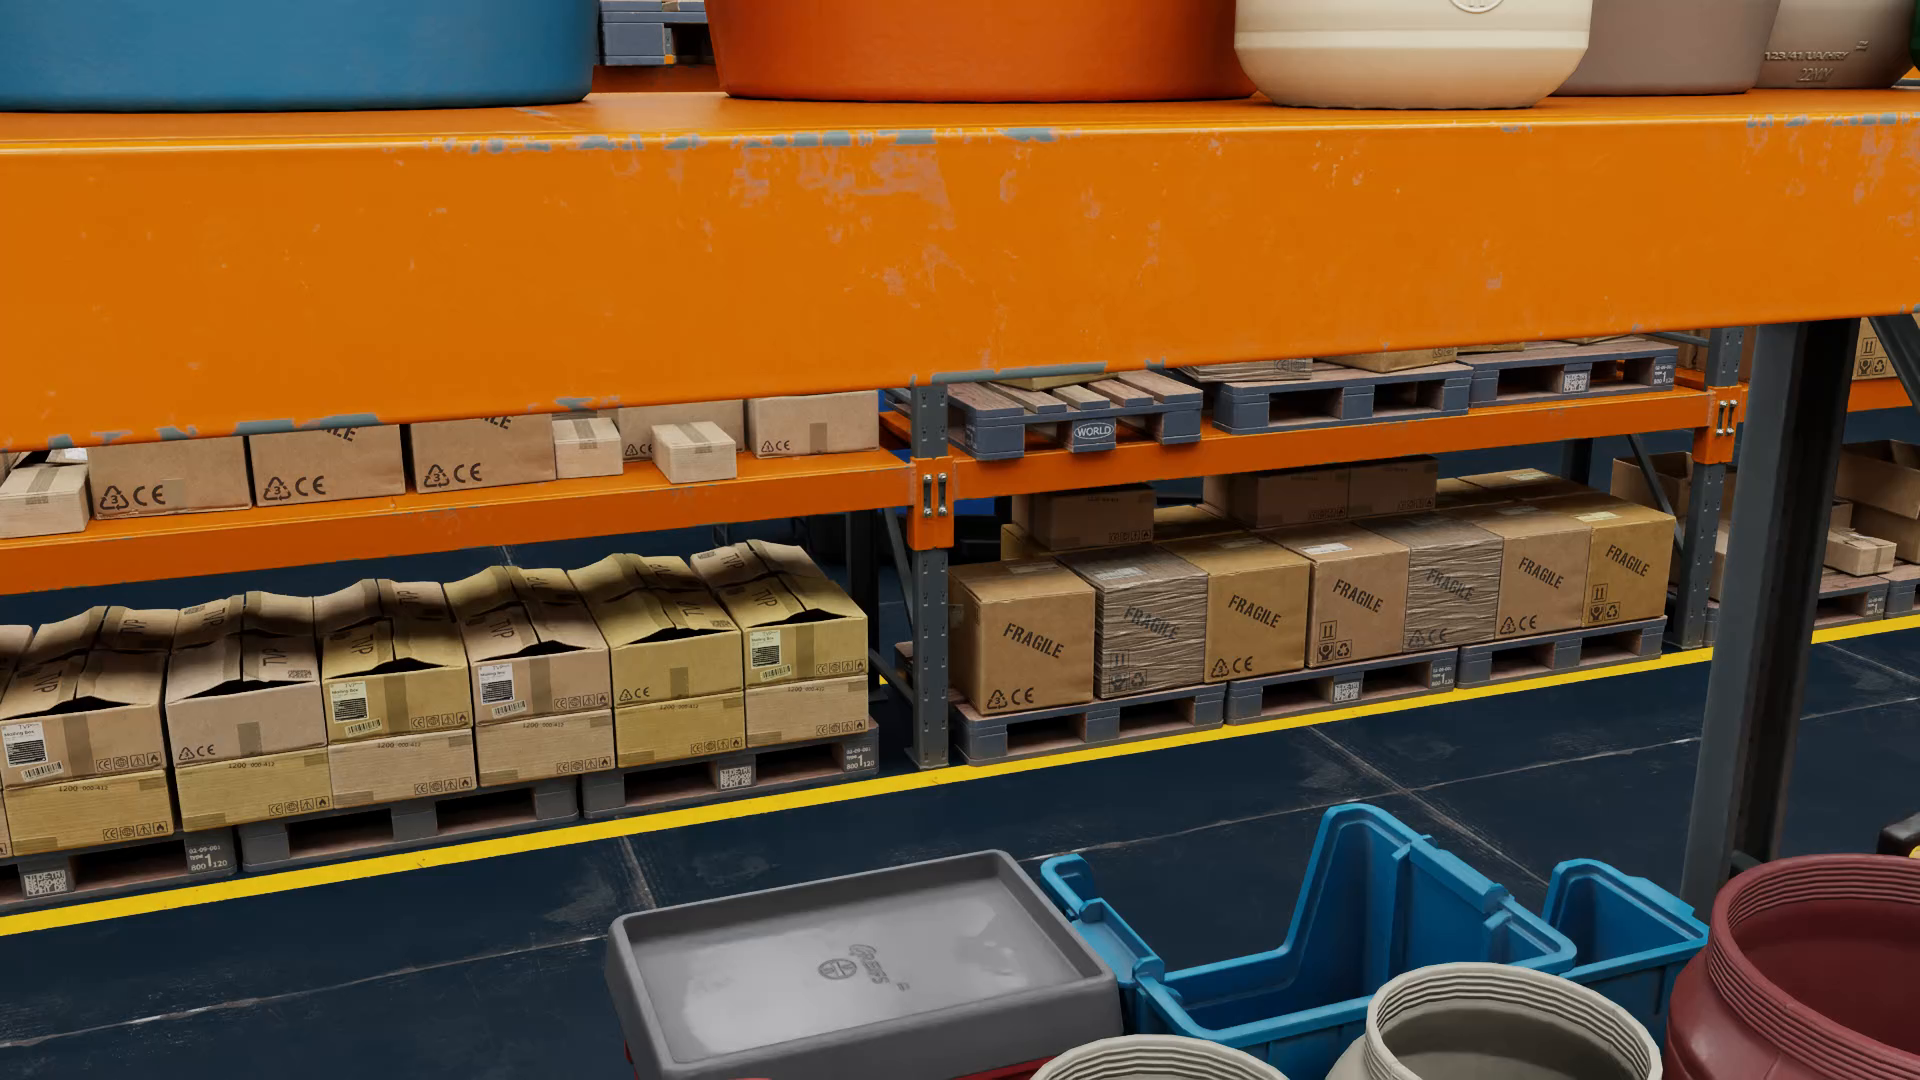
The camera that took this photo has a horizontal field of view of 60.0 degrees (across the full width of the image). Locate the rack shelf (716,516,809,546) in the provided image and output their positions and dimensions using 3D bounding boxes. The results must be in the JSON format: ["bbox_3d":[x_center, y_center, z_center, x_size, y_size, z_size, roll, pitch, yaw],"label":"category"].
[{"bbox_3d":[-1.183,-0.271,9.826,0.480,0.518,0.431,-6,17,-19],"label":"rack shelf"}]

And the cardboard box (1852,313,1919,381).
[{"bbox_3d":[4.504,-1.105,8.360,0.500,0.500,0.500,-6,17,-19],"label":"cardboard box"}]

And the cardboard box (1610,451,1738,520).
[{"bbox_3d":[3.884,-0.169,9.005,0.500,0.500,0.500,-6,17,-20],"label":"cardboard box"}]

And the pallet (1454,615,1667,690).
[{"bbox_3d":[2.707,0.405,8.345,1.213,0.211,1.003,-6,17,-20],"label":"pallet"}]

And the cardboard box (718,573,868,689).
[{"bbox_3d":[-0.683,0.345,6.741,0.500,0.311,0.500,-6,17,-19],"label":"cardboard box"}]

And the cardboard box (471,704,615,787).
[{"bbox_3d":[-1.637,0.716,6.471,0.500,0.250,0.500,-6,17,-19],"label":"cardboard box"}]

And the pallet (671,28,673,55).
[{"bbox_3d":[-1.476,-3.352,11.201,1.003,0.211,1.213,-5,17,-18],"label":"pallet"}]

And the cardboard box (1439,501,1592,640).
[{"bbox_3d":[2.630,0.136,7.967,0.500,0.500,0.500,-6,17,-20],"label":"cardboard box"}]

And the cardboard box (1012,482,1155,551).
[{"bbox_3d":[0.558,-0.156,7.631,0.500,0.250,0.500,-5,17,-18],"label":"cardboard box"}]

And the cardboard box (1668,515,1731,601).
[{"bbox_3d":[3.923,0.069,8.532,0.500,0.311,0.500,-6,17,-20],"label":"cardboard box"}]

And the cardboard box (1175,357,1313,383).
[{"bbox_3d":[1.188,-1.006,7.279,0.500,0.500,0.700,-3,17,-10],"label":"cardboard box"}]

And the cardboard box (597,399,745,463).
[{"bbox_3d":[-1.186,-0.540,6.771,0.500,0.311,0.500,-6,18,-21],"label":"cardboard box"}]

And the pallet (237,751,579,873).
[{"bbox_3d":[-2.202,0.911,6.622,1.213,0.211,1.003,-6,17,-20],"label":"pallet"}]

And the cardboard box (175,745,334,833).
[{"bbox_3d":[-2.591,0.820,6.118,0.500,0.250,0.500,-7,18,-22],"label":"cardboard box"}]

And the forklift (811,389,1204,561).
[{"bbox_3d":[0.675,-1.386,9.616,3.031,2.935,1.130,1,16,3],"label":"forklift"}]

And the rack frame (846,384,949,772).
[{"bbox_3d":[-0.282,-0.622,6.892,0.127,3.000,1.000,-6,17,-20],"label":"rack frame"}]

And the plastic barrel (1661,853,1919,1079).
[{"bbox_3d":[1.162,0.743,2.003,0.708,0.536,0.600,-6,17,-20],"label":"plastic barrel"}]

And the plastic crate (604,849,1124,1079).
[{"bbox_3d":[-0.131,0.734,2.163,0.583,0.464,0.402,-6,17,-20],"label":"plastic crate"}]

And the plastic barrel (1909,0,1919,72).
[{"bbox_3d":[1.275,-0.644,1.921,0.294,0.245,0.294,0,16,0],"label":"plastic barrel"}]

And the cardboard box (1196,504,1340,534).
[{"bbox_3d":[1.479,0.104,8.076,0.500,0.500,0.500,-7,18,-22],"label":"cardboard box"}]

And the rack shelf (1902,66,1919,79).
[{"bbox_3d":[5.321,-2.321,8.630,4.000,0.370,1.077,-6,17,-20],"label":"rack shelf"}]

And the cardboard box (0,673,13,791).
[{"bbox_3d":[-3.542,0.654,5.686,0.500,0.311,0.500,-6,17,-20],"label":"cardboard box"}]

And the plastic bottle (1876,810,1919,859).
[{"bbox_3d":[1.712,0.585,2.990,0.133,0.283,0.061,-6,17,-20],"label":"plastic bottle"}]

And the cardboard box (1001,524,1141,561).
[{"bbox_3d":[0.507,0.210,7.713,0.500,0.500,0.500,-5,17,-18],"label":"cardboard box"}]

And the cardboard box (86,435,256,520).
[{"bbox_3d":[-2.802,-0.393,5.934,0.500,0.500,0.500,-5,17,-16],"label":"cardboard box"}]

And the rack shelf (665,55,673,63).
[{"bbox_3d":[-0.190,-3.220,11.694,4.000,0.370,1.077,-6,17,-20],"label":"rack shelf"}]

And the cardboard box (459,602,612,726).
[{"bbox_3d":[-1.638,0.449,6.385,0.500,0.311,0.500,-6,17,-20],"label":"cardboard box"}]

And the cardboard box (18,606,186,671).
[{"bbox_3d":[-3.258,0.460,6.348,0.500,0.311,0.500,-6,17,-19],"label":"cardboard box"}]

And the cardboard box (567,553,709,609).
[{"bbox_3d":[-1.364,0.258,7.036,0.500,0.311,0.500,-7,18,-21],"label":"cardboard box"}]

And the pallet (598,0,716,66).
[{"bbox_3d":[-0.884,-1.878,6.183,1.003,0.211,1.213,-5,17,-18],"label":"pallet"}]

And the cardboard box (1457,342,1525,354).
[{"bbox_3d":[2.311,-1.200,7.937,0.500,0.500,0.700,-3,17,-11],"label":"cardboard box"}]

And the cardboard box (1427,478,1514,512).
[{"bbox_3d":[2.420,0.005,8.414,0.500,0.500,0.500,-6,17,-19],"label":"cardboard box"}]

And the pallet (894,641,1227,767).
[{"bbox_3d":[0.429,0.651,7.507,1.213,0.211,1.003,-6,17,-20],"label":"pallet"}]

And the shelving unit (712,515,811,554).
[{"bbox_3d":[-1.183,-0.955,9.624,0.503,2.100,0.431,-6,17,-19],"label":"shelving unit"}]

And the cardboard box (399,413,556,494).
[{"bbox_3d":[-1.843,-0.496,6.287,0.500,0.500,0.500,-7,18,-23],"label":"cardboard box"}]

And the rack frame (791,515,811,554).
[{"bbox_3d":[-0.954,-0.979,9.705,0.015,2.100,0.400,-6,17,-19],"label":"rack frame"}]

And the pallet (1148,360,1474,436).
[{"bbox_3d":[1.532,-0.727,7.591,1.213,0.211,1.003,-6,17,-20],"label":"pallet"}]

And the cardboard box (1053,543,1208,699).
[{"bbox_3d":[0.732,0.342,7.267,0.500,0.500,0.500,-7,18,-22],"label":"cardboard box"}]

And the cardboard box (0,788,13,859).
[{"bbox_3d":[-3.552,0.924,5.763,0.500,0.250,0.500,-7,18,-21],"label":"cardboard box"}]

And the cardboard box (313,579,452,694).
[{"bbox_3d":[-2.321,0.361,6.686,0.500,0.311,0.500,-6,18,-21],"label":"cardboard box"}]

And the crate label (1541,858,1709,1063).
[{"bbox_3d":[0.959,0.706,2.667,0.416,0.233,0.303,-6,17,-20],"label":"crate label"}]

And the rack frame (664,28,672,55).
[{"bbox_3d":[-2.058,-1.925,11.329,0.127,3.000,1.000,-6,17,-20],"label":"rack frame"}]

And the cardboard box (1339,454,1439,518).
[{"bbox_3d":[1.981,-0.311,8.159,0.500,0.250,0.500,-6,17,-20],"label":"cardboard box"}]

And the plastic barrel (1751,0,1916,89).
[{"bbox_3d":[1.087,-0.860,2.182,0.421,0.512,0.421,0,16,0],"label":"plastic barrel"}]

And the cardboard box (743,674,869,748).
[{"bbox_3d":[-0.686,0.613,6.821,0.500,0.250,0.500,-6,17,-19],"label":"cardboard box"}]

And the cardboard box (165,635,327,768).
[{"bbox_3d":[-2.590,0.553,6.032,0.500,0.311,0.500,-7,18,-22],"label":"cardboard box"}]

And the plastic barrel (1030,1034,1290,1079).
[{"bbox_3d":[0.209,0.831,1.748,0.421,0.512,0.421,0,16,0],"label":"plastic barrel"}]

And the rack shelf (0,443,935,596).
[{"bbox_3d":[-2.150,-0.075,6.306,4.000,0.370,1.077,-6,17,-20],"label":"rack shelf"}]

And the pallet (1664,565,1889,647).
[{"bbox_3d":[4.095,0.244,8.893,1.213,0.211,1.003,-6,17,-20],"label":"pallet"}]

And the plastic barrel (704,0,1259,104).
[{"bbox_3d":[0.032,-0.872,1.657,0.708,0.830,0.600,-6,17,-20],"label":"plastic barrel"}]

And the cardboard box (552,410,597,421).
[{"bbox_3d":[-2.712,-0.850,11.325,0.500,0.500,0.700,-6,17,-19],"label":"cardboard box"}]

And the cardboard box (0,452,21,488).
[{"bbox_3d":[-3.573,-0.208,5.748,0.500,0.250,0.500,-5,17,-17],"label":"cardboard box"}]

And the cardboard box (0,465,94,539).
[{"bbox_3d":[-3.117,-0.133,5.675,0.250,0.149,0.380,-6,17,-20],"label":"cardboard box"}]

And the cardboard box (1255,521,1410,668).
[{"bbox_3d":[1.688,0.238,7.618,0.500,0.500,0.500,-7,18,-22],"label":"cardboard box"}]

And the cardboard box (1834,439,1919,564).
[{"bbox_3d":[5.206,-0.229,9.204,0.637,0.503,0.797,-6,17,-20],"label":"cardboard box"}]
